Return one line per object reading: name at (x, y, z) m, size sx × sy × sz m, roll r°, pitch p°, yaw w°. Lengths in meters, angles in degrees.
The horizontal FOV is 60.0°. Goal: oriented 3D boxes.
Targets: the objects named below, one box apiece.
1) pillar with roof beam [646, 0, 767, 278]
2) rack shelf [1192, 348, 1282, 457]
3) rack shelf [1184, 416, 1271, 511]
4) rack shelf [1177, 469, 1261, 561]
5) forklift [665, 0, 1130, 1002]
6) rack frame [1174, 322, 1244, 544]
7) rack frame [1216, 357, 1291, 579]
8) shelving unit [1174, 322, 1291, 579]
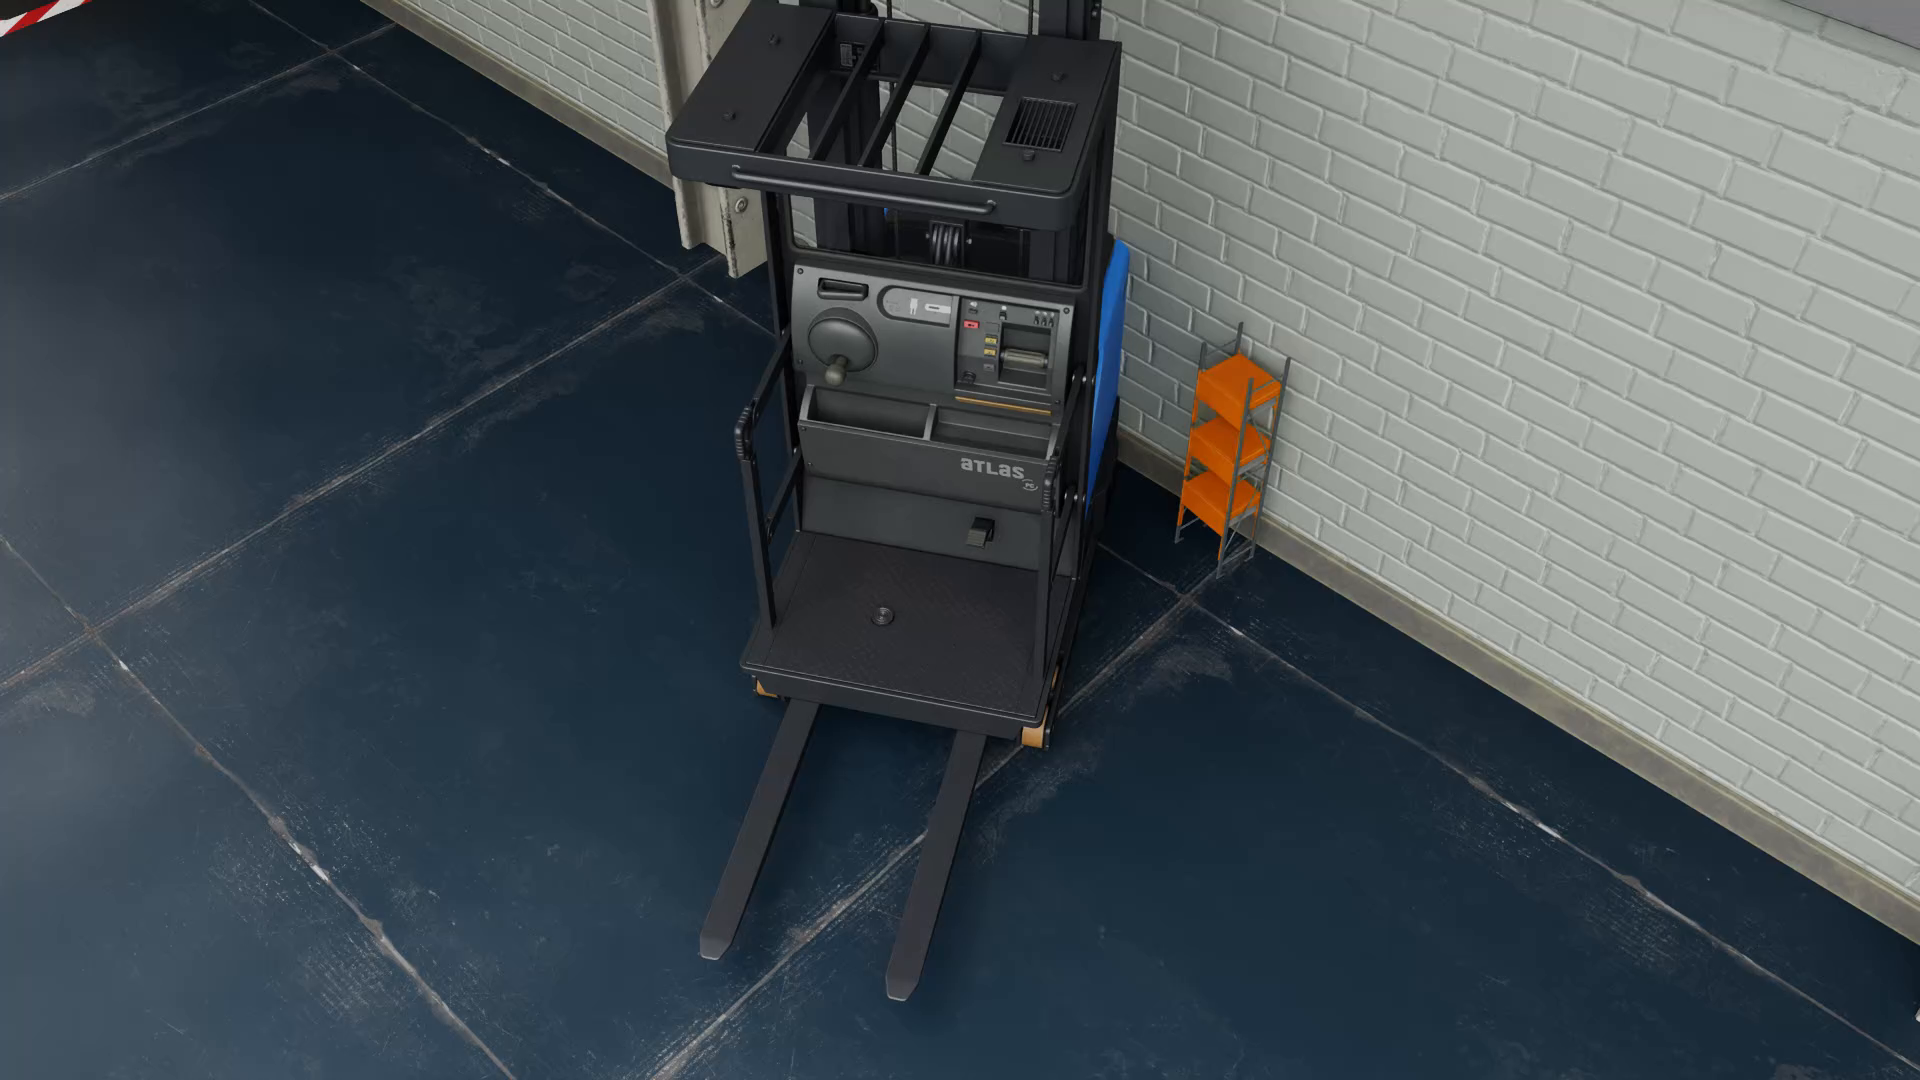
pillar with roof beam at (-4.028, -2.197, 2.640) m, size 0.400 × 9.000 × 9.100 m, roll 34°, pitch 55°, yaw 28°
rack shelf at (1.024, -0.507, 6.131) m, size 0.215 × 0.259 × 0.240 m, roll -29°, pitch 53°, yaw -24°
rack shelf at (1.024, -0.312, 6.338) m, size 0.215 × 0.259 × 0.240 m, roll -29°, pitch 53°, yaw -24°
rack shelf at (1.024, -0.122, 6.540) m, size 0.215 × 0.259 × 0.240 m, roll -29°, pitch 53°, yaw -24°
forklift at (-0.143, -0.562, 5.267) m, size 1.130 × 2.935 × 3.031 m, roll 10°, pitch 48°, yaw 9°
rack frame at (0.951, -0.391, 6.397) m, size 0.200 × 1.050 × 0.008 m, roll -29°, pitch 53°, yaw -24°
rack frame at (1.098, -0.249, 6.263) m, size 0.200 × 1.050 × 0.008 m, roll -29°, pitch 53°, yaw -24°
shelving unit at (1.024, -0.320, 6.330) m, size 0.215 × 1.050 × 0.252 m, roll -29°, pitch 53°, yaw -24°
